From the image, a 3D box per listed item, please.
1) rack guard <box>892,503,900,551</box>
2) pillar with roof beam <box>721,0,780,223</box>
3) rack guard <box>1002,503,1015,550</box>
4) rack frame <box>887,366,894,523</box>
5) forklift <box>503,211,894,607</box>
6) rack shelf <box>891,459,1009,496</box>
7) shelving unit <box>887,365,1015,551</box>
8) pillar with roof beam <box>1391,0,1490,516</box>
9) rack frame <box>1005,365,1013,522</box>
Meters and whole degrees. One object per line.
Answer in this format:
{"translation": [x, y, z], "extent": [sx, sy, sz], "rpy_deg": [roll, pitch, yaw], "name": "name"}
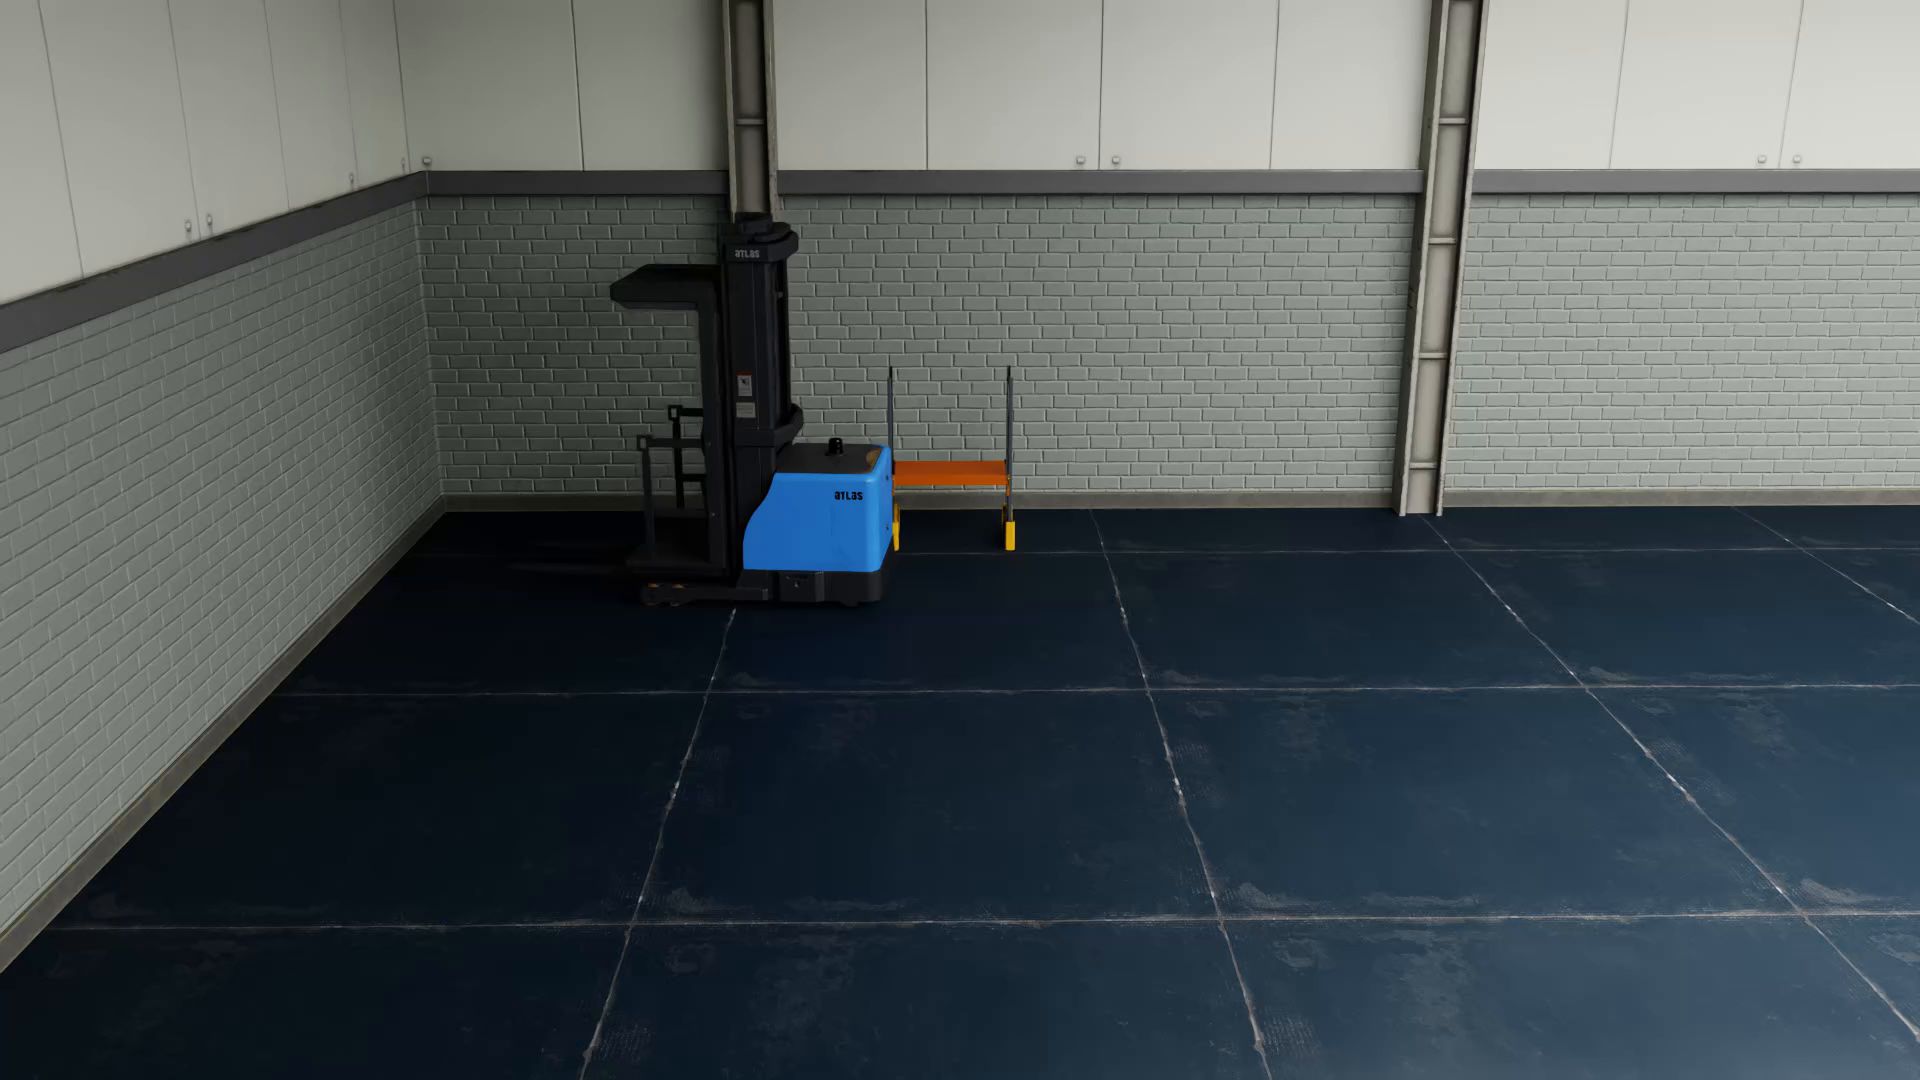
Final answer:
{"translation": [-0.574, -0.116, 14.501], "extent": [0.087, 0.250, 0.587], "rpy_deg": [0, 18, -1], "name": "rack guard"}
{"translation": [-1.712, -3.210, 9.822], "extent": [0.400, 9.000, 9.100], "rpy_deg": [0, 18, -1], "name": "pillar with roof beam"}
{"translation": [0.422, -0.121, 14.516], "extent": [0.087, 0.250, 0.587], "rpy_deg": [0, 18, -1], "name": "rack guard"}
{"translation": [-0.594, -0.711, 14.310], "extent": [0.032, 1.500, 0.500], "rpy_deg": [0, 18, -1], "name": "rack frame"}
{"translation": [-2.084, -1.039, 12.990], "extent": [3.031, 2.935, 1.130], "rpy_deg": [1, 18, 4], "name": "forklift"}
{"translation": [-0.085, -0.542, 14.372], "extent": [1.000, 0.185, 0.538], "rpy_deg": [0, 18, -1], "name": "rack shelf"}
{"translation": [-0.076, -0.714, 14.317], "extent": [1.083, 1.500, 0.587], "rpy_deg": [0, 18, -1], "name": "shelving unit"}
{"translation": [4.287, -3.239, 9.913], "extent": [0.400, 9.000, 9.100], "rpy_deg": [0, 18, -1], "name": "pillar with roof beam"}
{"translation": [0.423, -0.716, 14.325], "extent": [0.032, 1.500, 0.500], "rpy_deg": [0, 18, -1], "name": "rack frame"}
